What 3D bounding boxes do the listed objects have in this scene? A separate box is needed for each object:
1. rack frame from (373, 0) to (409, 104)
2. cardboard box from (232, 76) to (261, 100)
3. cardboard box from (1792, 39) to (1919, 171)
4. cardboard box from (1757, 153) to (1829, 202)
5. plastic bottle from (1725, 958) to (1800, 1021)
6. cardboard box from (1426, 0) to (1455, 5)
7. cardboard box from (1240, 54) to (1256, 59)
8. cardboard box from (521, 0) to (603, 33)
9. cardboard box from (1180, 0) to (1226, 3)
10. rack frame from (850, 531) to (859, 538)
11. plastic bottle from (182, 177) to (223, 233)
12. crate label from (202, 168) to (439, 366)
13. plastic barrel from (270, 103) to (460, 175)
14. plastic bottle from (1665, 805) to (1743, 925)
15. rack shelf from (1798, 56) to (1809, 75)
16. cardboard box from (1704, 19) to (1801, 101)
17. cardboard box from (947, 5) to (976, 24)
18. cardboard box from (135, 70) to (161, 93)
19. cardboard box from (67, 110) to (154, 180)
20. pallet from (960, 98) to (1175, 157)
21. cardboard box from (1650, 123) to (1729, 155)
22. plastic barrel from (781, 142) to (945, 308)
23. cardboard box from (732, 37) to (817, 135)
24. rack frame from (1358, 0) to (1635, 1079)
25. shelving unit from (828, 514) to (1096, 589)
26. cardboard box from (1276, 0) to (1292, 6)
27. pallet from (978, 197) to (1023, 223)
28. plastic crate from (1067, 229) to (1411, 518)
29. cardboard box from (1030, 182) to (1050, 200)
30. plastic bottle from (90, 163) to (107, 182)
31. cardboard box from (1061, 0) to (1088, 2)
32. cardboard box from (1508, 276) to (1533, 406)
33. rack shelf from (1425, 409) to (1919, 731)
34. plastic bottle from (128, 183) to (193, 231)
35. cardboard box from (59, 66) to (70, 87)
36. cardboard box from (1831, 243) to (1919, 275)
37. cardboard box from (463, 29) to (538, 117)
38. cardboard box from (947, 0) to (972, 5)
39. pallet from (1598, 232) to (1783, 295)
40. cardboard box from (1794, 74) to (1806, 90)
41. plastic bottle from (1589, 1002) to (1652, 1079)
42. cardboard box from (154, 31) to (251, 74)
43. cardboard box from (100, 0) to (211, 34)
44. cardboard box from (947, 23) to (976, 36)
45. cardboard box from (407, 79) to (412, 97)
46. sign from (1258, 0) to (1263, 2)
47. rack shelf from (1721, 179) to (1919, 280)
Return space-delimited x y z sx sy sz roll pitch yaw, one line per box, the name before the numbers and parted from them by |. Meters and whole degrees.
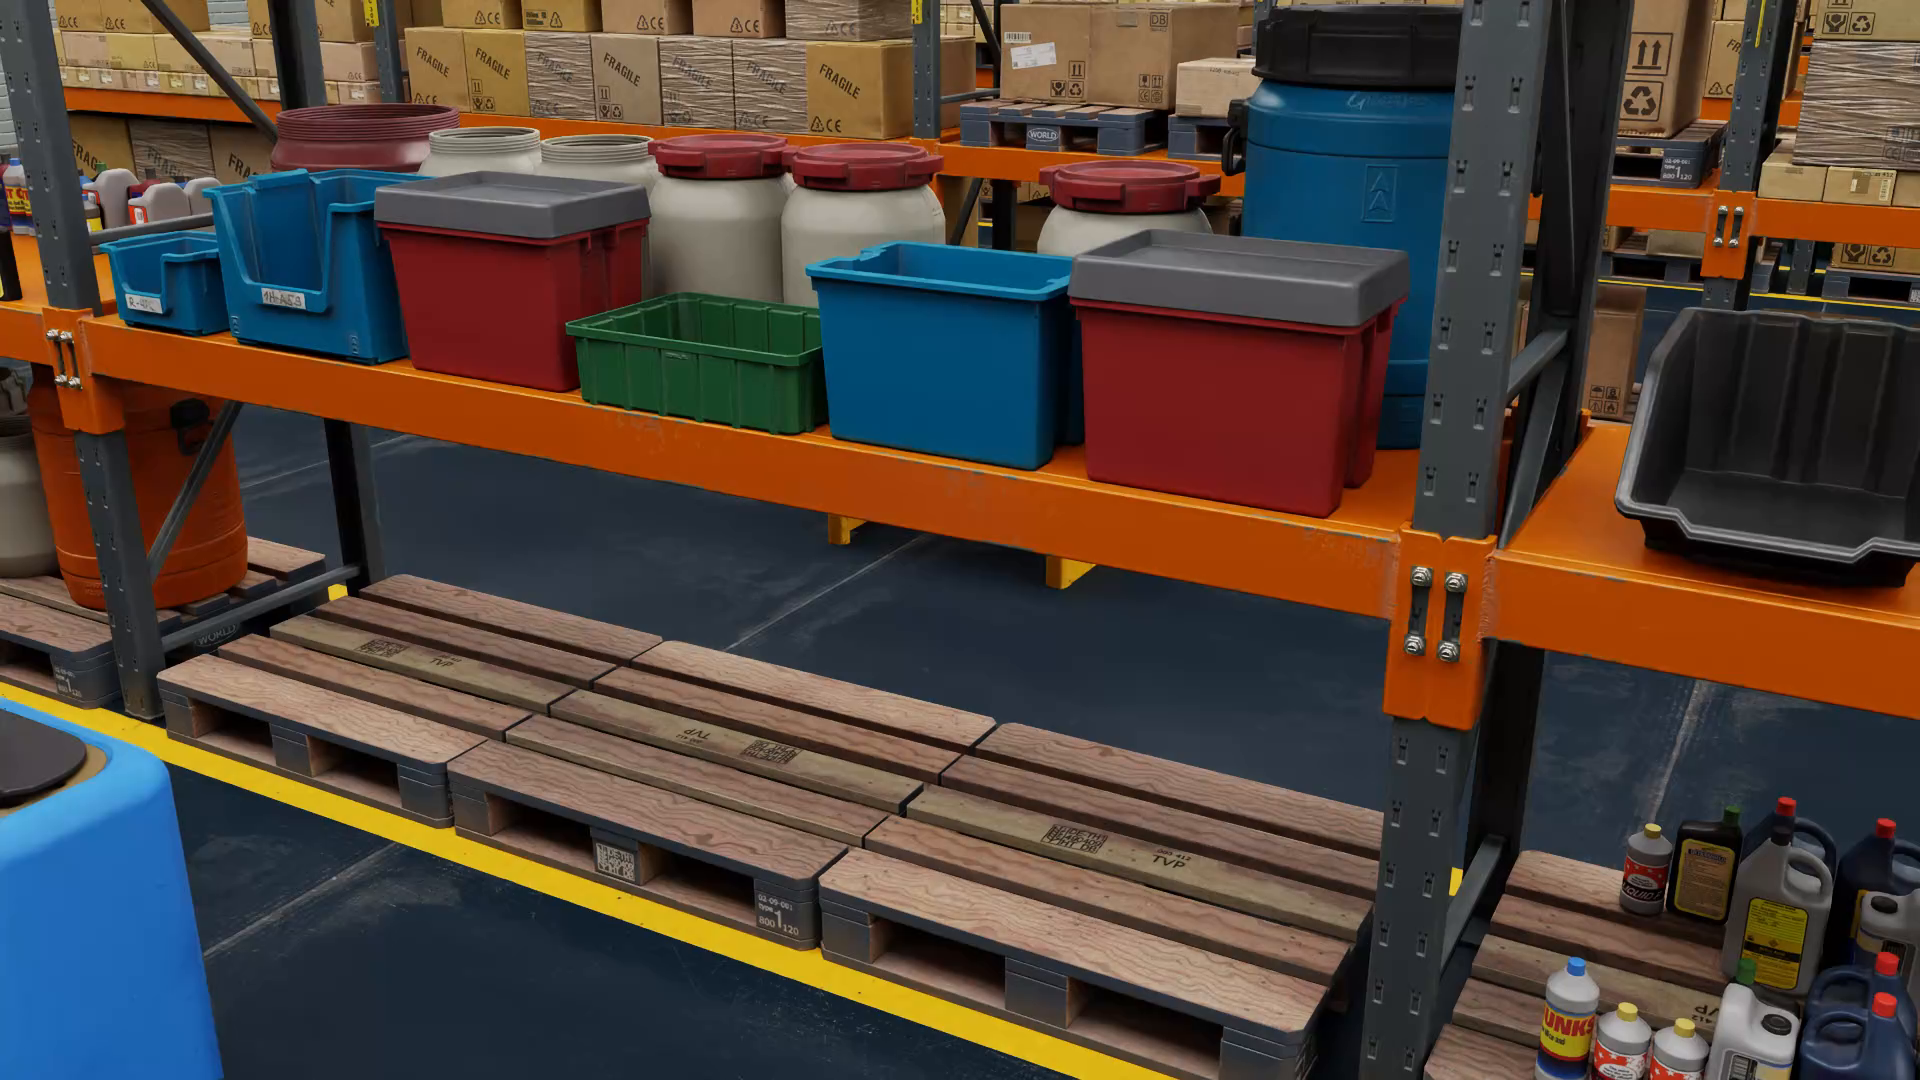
rack frame | -3.448 -3.127 11.088 0.127 3.000 1.000 11 23 27
cardboard box | -4.773 -3.134 11.473 0.250 0.149 0.380 11 23 28
cardboard box | 3.899 -1.891 7.095 0.500 0.500 0.875 11 23 27
cardboard box | 3.577 -1.554 7.118 0.250 0.149 0.380 11 23 27
plastic bottle | 1.532 0.945 3.200 0.133 0.283 0.061 11 23 27
cardboard box | 3.830 -4.193 12.413 0.500 0.500 0.700 10 22 26
cardboard box | 1.632 -2.400 8.662 0.258 0.266 0.396 10 22 26
cardboard box | -2.293 -3.425 10.290 0.637 0.503 0.797 11 23 28
cardboard box | 1.900 -4.226 12.997 0.250 0.149 0.380 10 22 25
rack frame | -0.369 -0.775 6.803 0.032 1.500 0.500 11 23 27
plastic bottle | -2.591 -1.098 5.674 0.135 0.276 0.152 11 23 27
crate label | -1.636 -0.759 4.506 0.616 0.435 0.502 11 23 27
plastic barrel | -1.818 -1.065 5.202 0.708 0.536 0.600 11 23 27
plastic bottle | 1.702 0.729 3.794 0.133 0.283 0.061 12 23 30
rack shelf | 6.623 -4.742 16.593 4.000 0.370 1.077 11 23 27
cardboard box | 5.457 -3.311 11.447 0.500 0.500 0.500 11 22 27
cardboard box | 0.095 -4.431 13.999 0.250 0.149 0.380 12 23 29
cardboard box | -5.667 -3.304 11.943 0.250 0.149 0.380 11 22 27
cardboard box | -6.342 -2.909 12.985 0.875 0.875 0.875 11 23 27
pallet | 0.718 -2.285 9.047 1.003 0.211 1.213 11 23 27
cardboard box | 7.281 -3.914 16.495 0.625 0.372 0.950 12 23 31
plastic barrel | -0.248 -0.733 4.287 0.433 0.535 0.433 0 20 0
cardboard box | -0.940 -2.602 9.493 0.500 0.500 0.500 11 22 27
rack frame | 1.121 -0.322 3.355 0.127 3.000 1.000 11 23 27
shelving unit | 0.067 -0.692 6.574 1.083 1.500 0.587 11 23 27
cardboard box | 3.424 -5.745 17.791 0.500 0.250 0.500 10 22 26
pallet | 0.809 -2.945 14.674 1.213 0.211 1.003 11 23 27
plastic crate | 0.549 -0.342 3.315 0.583 0.464 0.402 11 23 27
cardboard box | 0.928 -3.146 14.190 0.500 0.500 0.500 10 22 25
plastic bottle | -3.090 -1.214 5.984 0.133 0.283 0.061 11 23 27
cardboard box | 1.011 -4.397 13.468 0.250 0.149 0.380 11 23 27
cardboard box | 2.604 -1.022 8.305 0.500 0.500 0.700 11 22 27
rack shelf | 2.867 0.348 2.561 4.000 0.370 1.077 11 23 27
plastic bottle | -2.666 -1.052 5.549 0.135 0.276 0.152 11 23 27
cardboard box | -6.566 -3.475 12.414 0.250 0.149 0.380 10 22 27
cardboard box | 6.558 -2.330 11.389 0.875 0.875 0.875 11 23 28
cardboard box | -2.729 -2.940 10.425 0.500 0.500 0.500 11 23 27
cardboard box | 0.088 -4.571 13.948 0.250 0.149 0.380 11 22 27
pallet | 5.333 -2.052 12.212 1.213 0.211 1.003 11 23 27
cardboard box | 10.326 -5.390 20.192 0.625 0.625 0.875 12 23 30
plastic bottle | 1.274 0.987 3.205 0.097 0.201 0.097 0 20 0
cardboard box | -5.301 -3.447 11.754 0.500 0.250 0.500 10 22 26
cardboard box | -5.761 -3.887 11.865 0.500 0.500 0.500 10 22 26
cardboard box | 0.081 -4.293 14.053 0.250 0.149 0.380 10 22 25
cardboard box | -3.773 -3.201 11.660 0.250 0.149 0.380 10 22 26
sign | 2.295 -4.266 12.645 0.005 0.325 0.100 11 23 27
rack shelf | 5.282 -1.126 6.626 4.000 0.370 1.077 11 23 27
